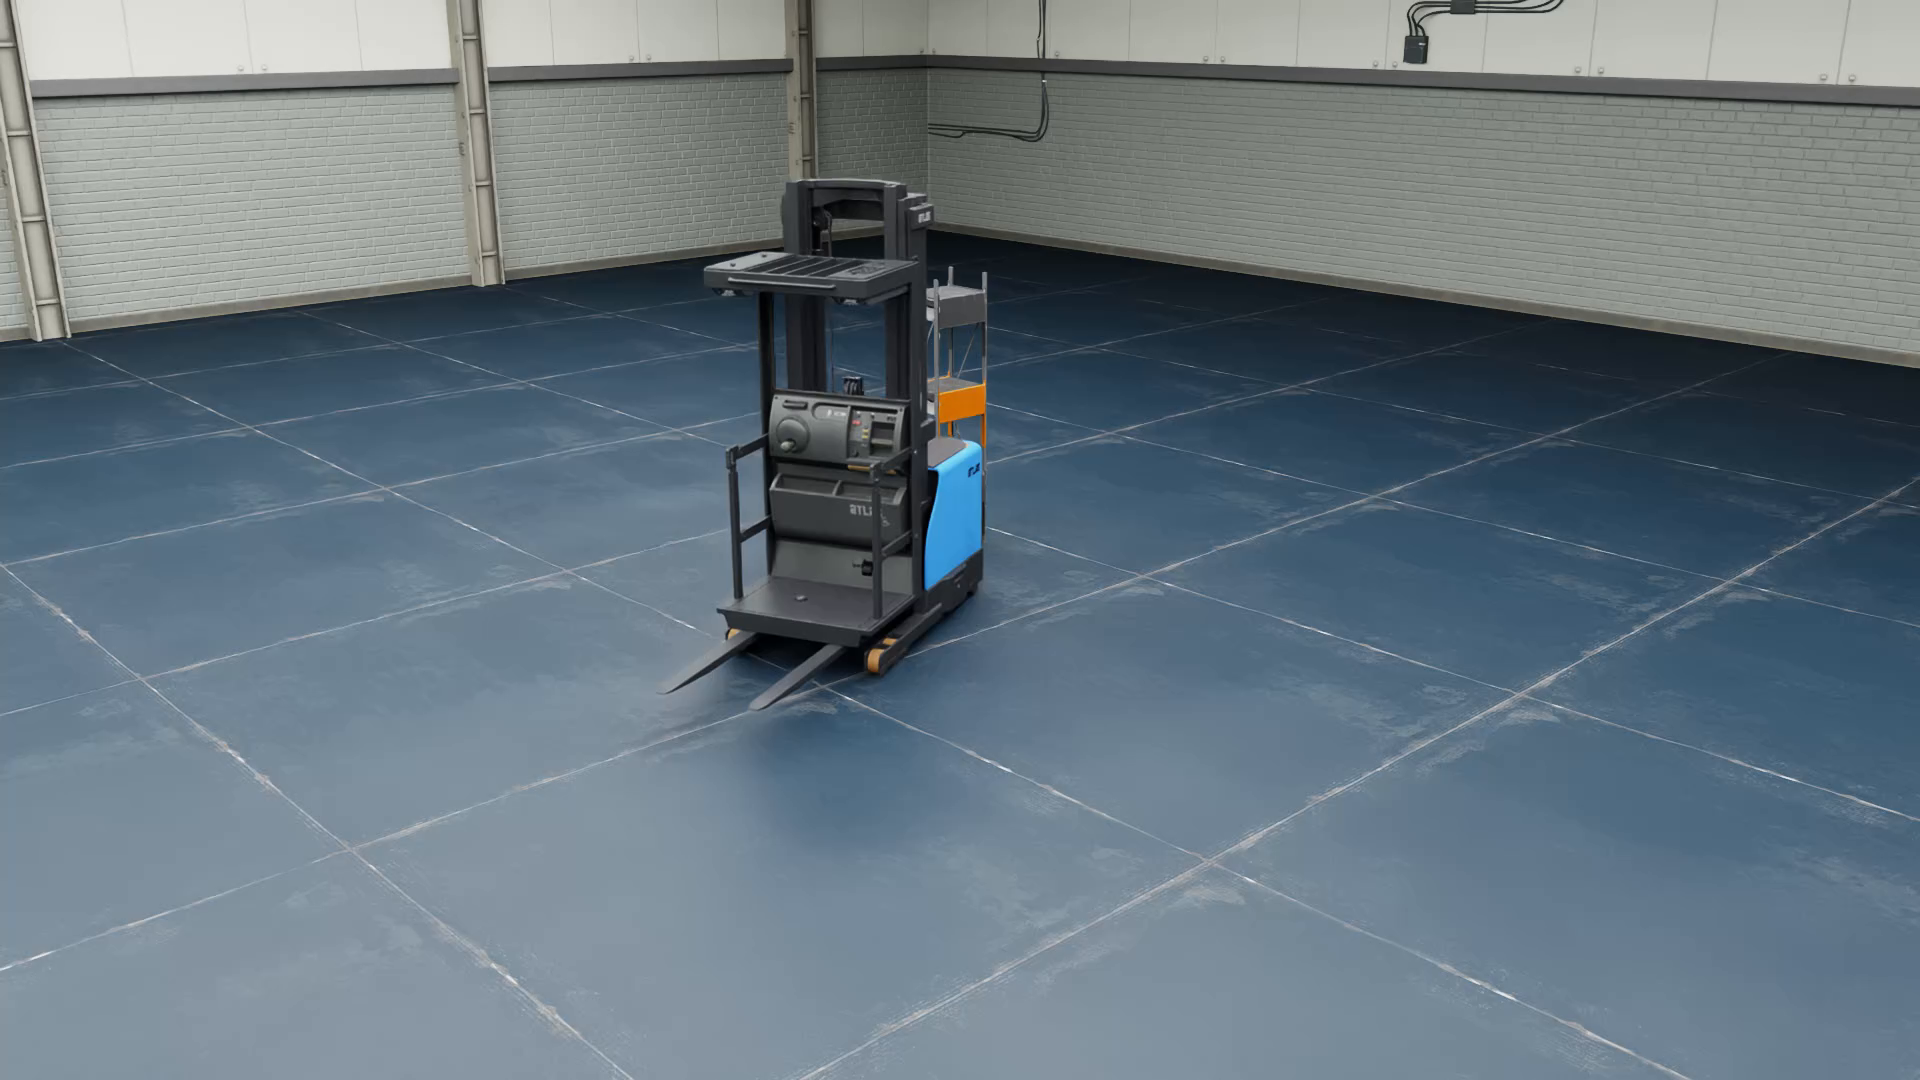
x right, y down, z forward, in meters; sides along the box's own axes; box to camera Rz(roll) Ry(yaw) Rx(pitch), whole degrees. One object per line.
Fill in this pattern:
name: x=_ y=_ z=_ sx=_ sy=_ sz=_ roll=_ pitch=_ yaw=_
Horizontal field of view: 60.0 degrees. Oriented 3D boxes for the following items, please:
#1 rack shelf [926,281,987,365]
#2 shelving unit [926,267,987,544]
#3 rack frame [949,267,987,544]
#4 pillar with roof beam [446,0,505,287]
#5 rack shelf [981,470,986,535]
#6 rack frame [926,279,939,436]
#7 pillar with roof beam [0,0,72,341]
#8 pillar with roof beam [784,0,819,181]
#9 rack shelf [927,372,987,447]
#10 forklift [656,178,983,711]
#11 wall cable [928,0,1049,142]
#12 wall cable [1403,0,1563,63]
rack shelf: x=-0.120 y=-1.617 z=12.341 sx=0.480 sy=0.518 sz=0.431 roll=-16 pitch=24 yaw=-41
shelving unit: x=-0.120 y=-0.964 z=12.553 sx=0.503 sy=2.100 sz=0.431 roll=-16 pitch=24 yaw=-41
rack frame: x=0.057 y=-1.015 z=12.712 sx=0.015 sy=2.100 sz=0.400 roll=-16 pitch=24 yaw=-41
pillar with roof beam: x=-4.052 y=-7.120 z=20.355 sx=0.400 sy=9.000 sz=9.100 roll=-16 pitch=24 yaw=-41
rack shelf: x=-0.120 y=-0.285 z=12.773 sx=0.480 sy=0.518 sz=0.431 roll=-16 pitch=24 yaw=-41
rack frame: x=-0.298 y=-0.912 z=12.393 sx=0.015 sy=2.100 sz=0.400 roll=-16 pitch=24 yaw=-41
pillar with roof beam: x=-8.412 y=-5.849 z=16.434 sx=0.400 sy=9.000 sz=9.100 roll=-16 pitch=24 yaw=-41
pillar with roof beam: x=0.308 y=-8.392 z=24.276 sx=0.400 sy=9.000 sz=9.100 roll=-16 pitch=24 yaw=-41
rack shelf: x=-0.120 y=-0.951 z=12.557 sx=0.480 sy=0.518 sz=0.431 roll=-16 pitch=24 yaw=-41
forklift: x=-0.865 y=-0.699 z=10.389 sx=1.130 sy=2.935 sz=3.031 roll=7 pitch=19 yaw=21
wall cable: x=0.399 y=-8.207 z=28.742 sx=0.112 sy=2.526 sz=3.097 roll=-16 pitch=24 yaw=-41
wall cable: x=6.910 y=-9.171 z=21.167 sx=0.169 sy=6.003 sz=2.305 roll=-16 pitch=24 yaw=-41
